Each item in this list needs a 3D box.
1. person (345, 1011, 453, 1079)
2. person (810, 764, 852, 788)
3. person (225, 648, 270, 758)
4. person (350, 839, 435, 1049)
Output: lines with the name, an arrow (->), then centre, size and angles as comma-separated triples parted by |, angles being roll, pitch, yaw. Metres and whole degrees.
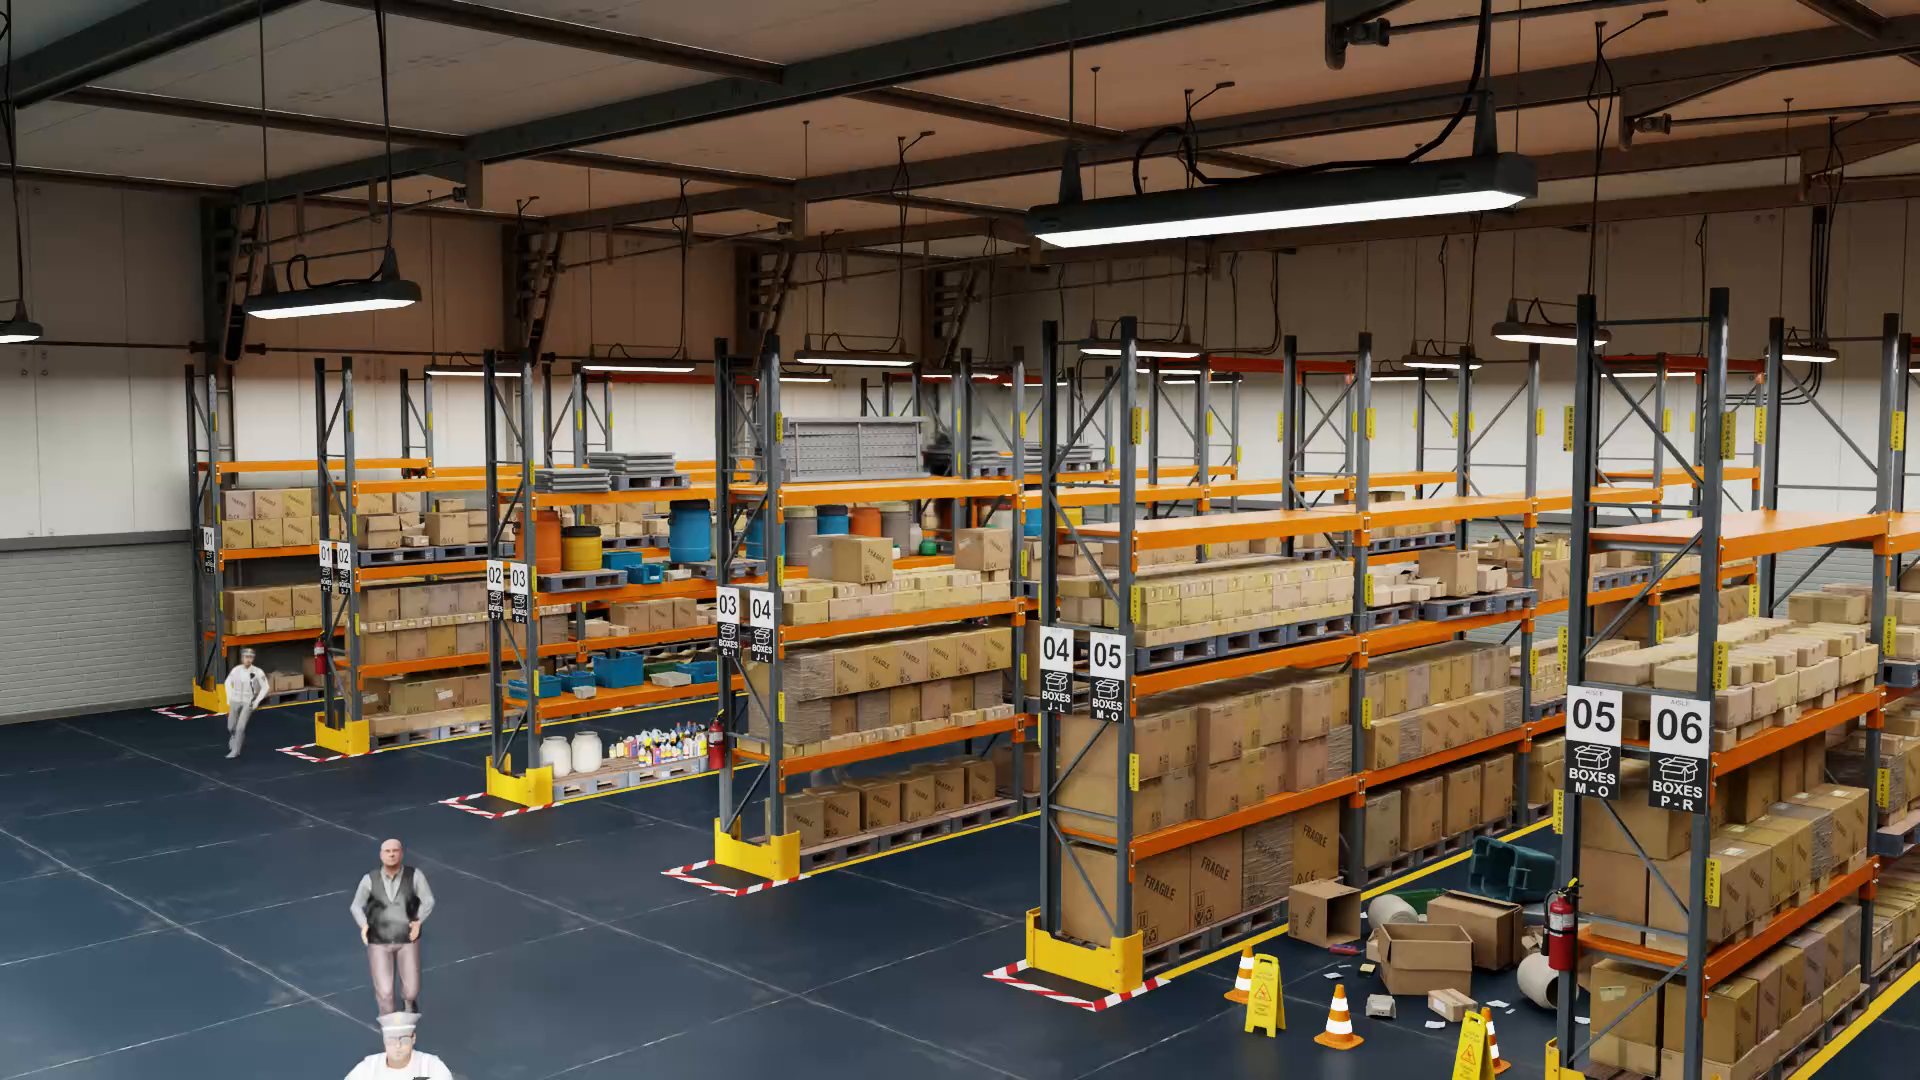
person -> -3.172, 3.553, 9.434 | 0.640, 1.839, 0.837 | -1, 5, -19
person -> -1.648, 2.685, 21.369 | 0.569, 1.731, 0.839 | 4, 6, 39
person -> -10.748, 2.432, 25.079 | 0.676, 1.637, 0.549 | -1, 4, -9
person -> -4.654, 3.282, 13.657 | 0.659, 1.673, 0.614 | -1, 5, -17
